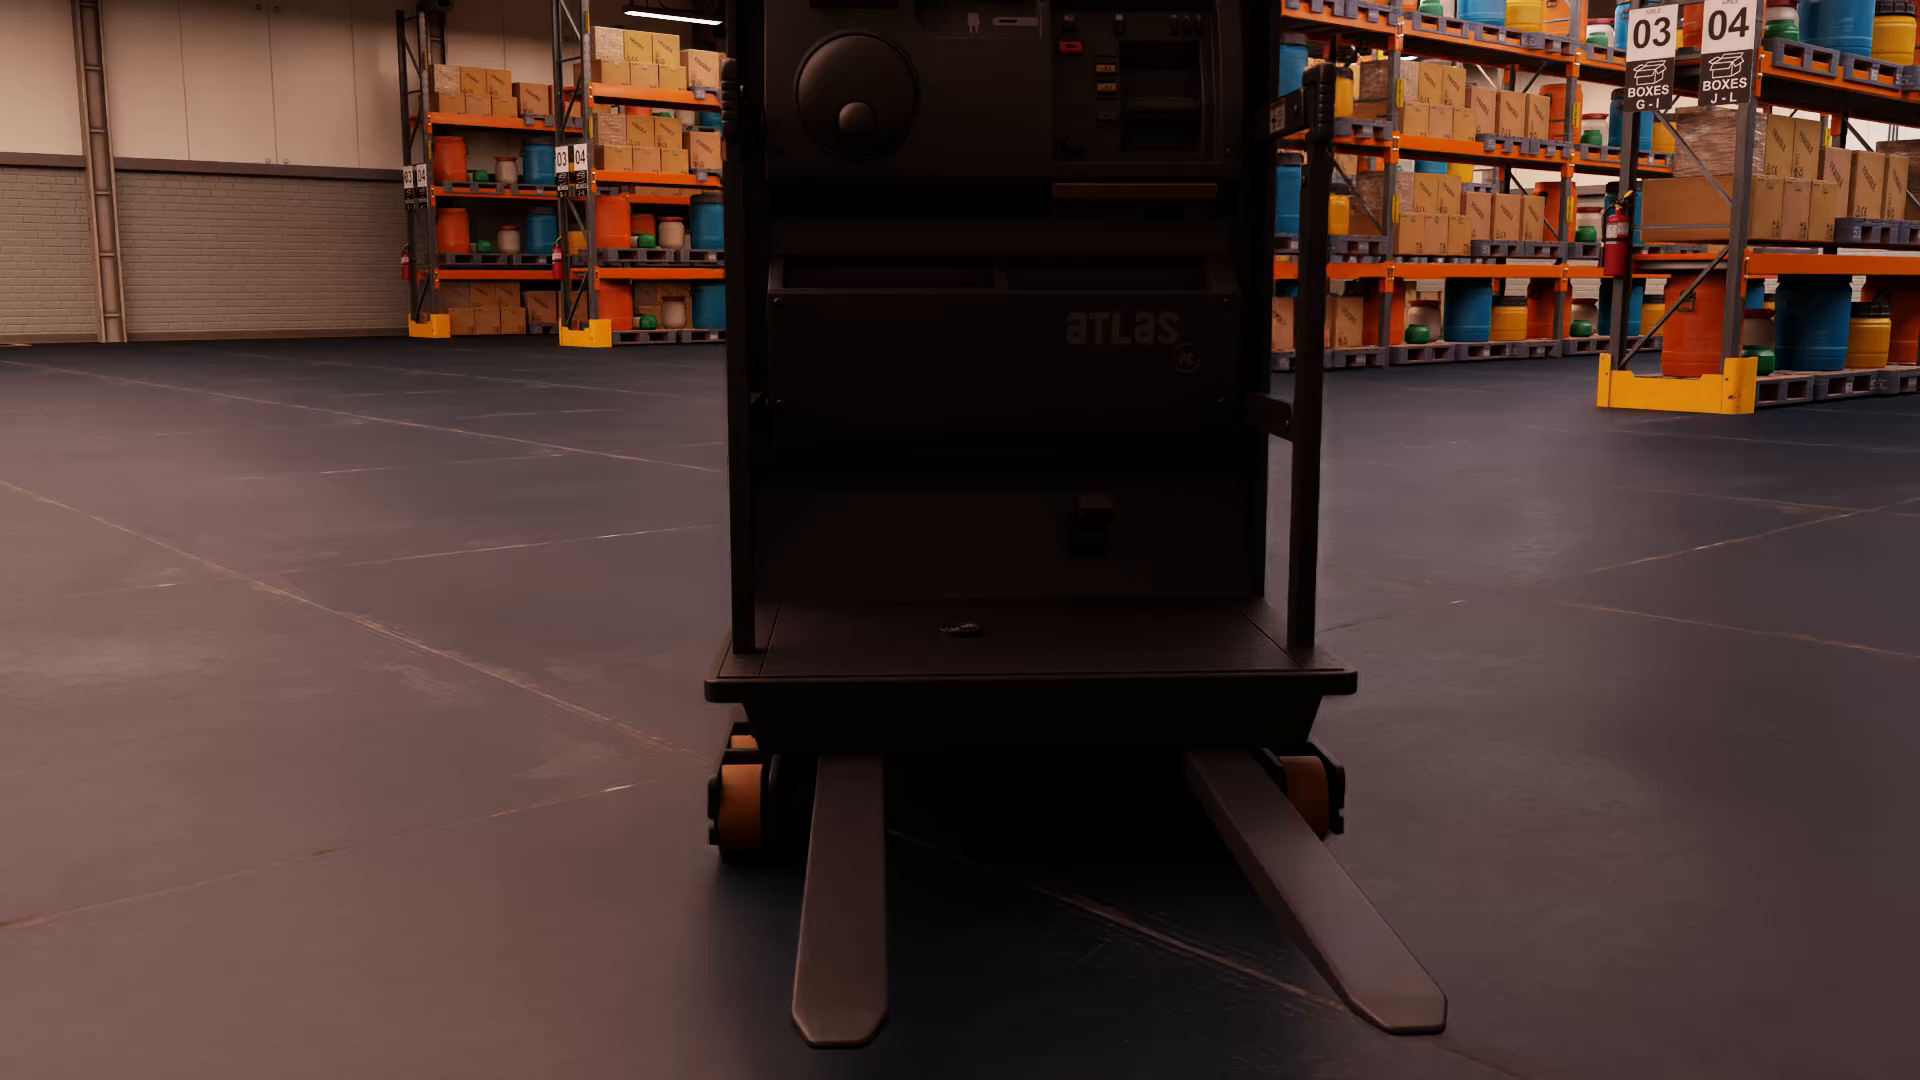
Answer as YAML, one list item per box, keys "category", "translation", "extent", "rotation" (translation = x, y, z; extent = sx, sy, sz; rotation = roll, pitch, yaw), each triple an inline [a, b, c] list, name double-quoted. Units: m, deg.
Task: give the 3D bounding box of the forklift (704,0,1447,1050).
- category: "forklift"
  translation: [0.100, -0.941, 3.038]
  extent: [1.130, 2.935, 3.031]
  rotation: [0, 9, -3]
